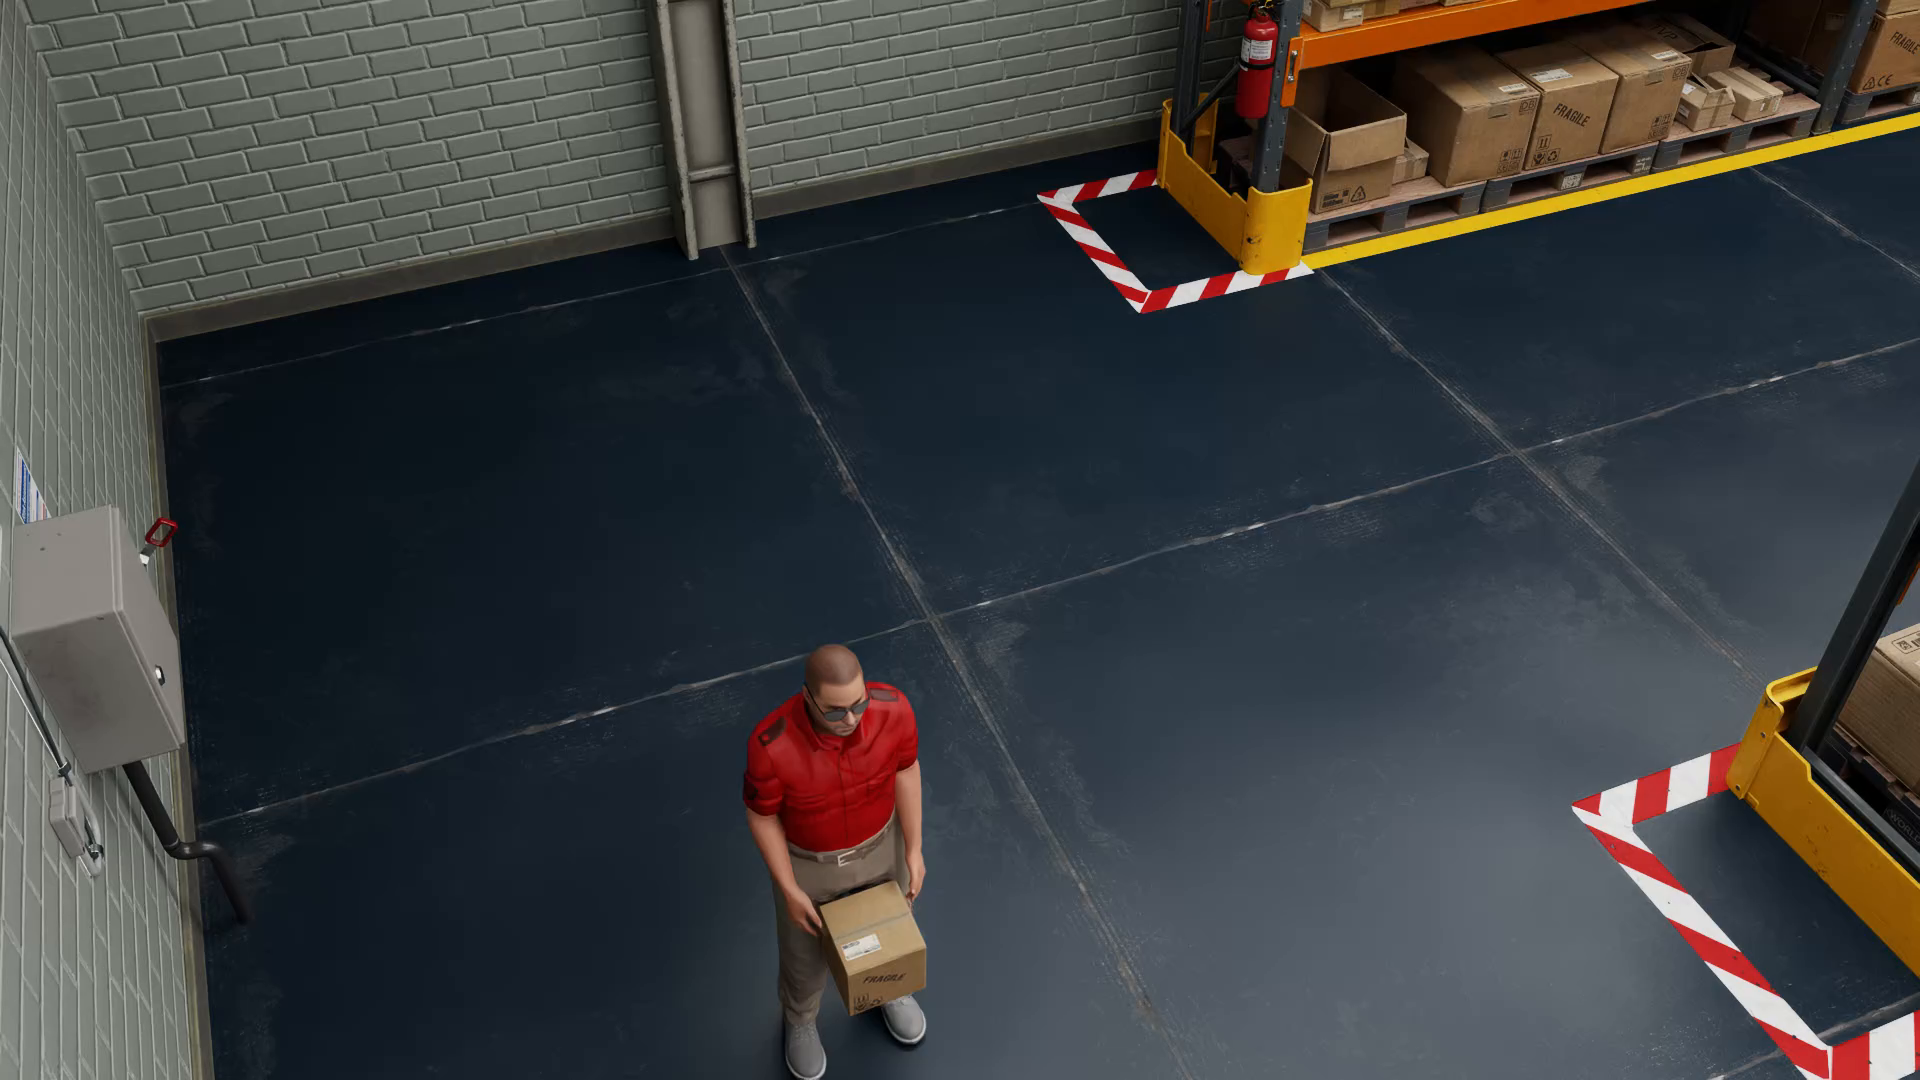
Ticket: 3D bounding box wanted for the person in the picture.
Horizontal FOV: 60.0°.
[{"bbox_3d":[-0.358,0.965,5.073,0.547,1.733,0.405,-16,44,-17],"label":"person"}]
